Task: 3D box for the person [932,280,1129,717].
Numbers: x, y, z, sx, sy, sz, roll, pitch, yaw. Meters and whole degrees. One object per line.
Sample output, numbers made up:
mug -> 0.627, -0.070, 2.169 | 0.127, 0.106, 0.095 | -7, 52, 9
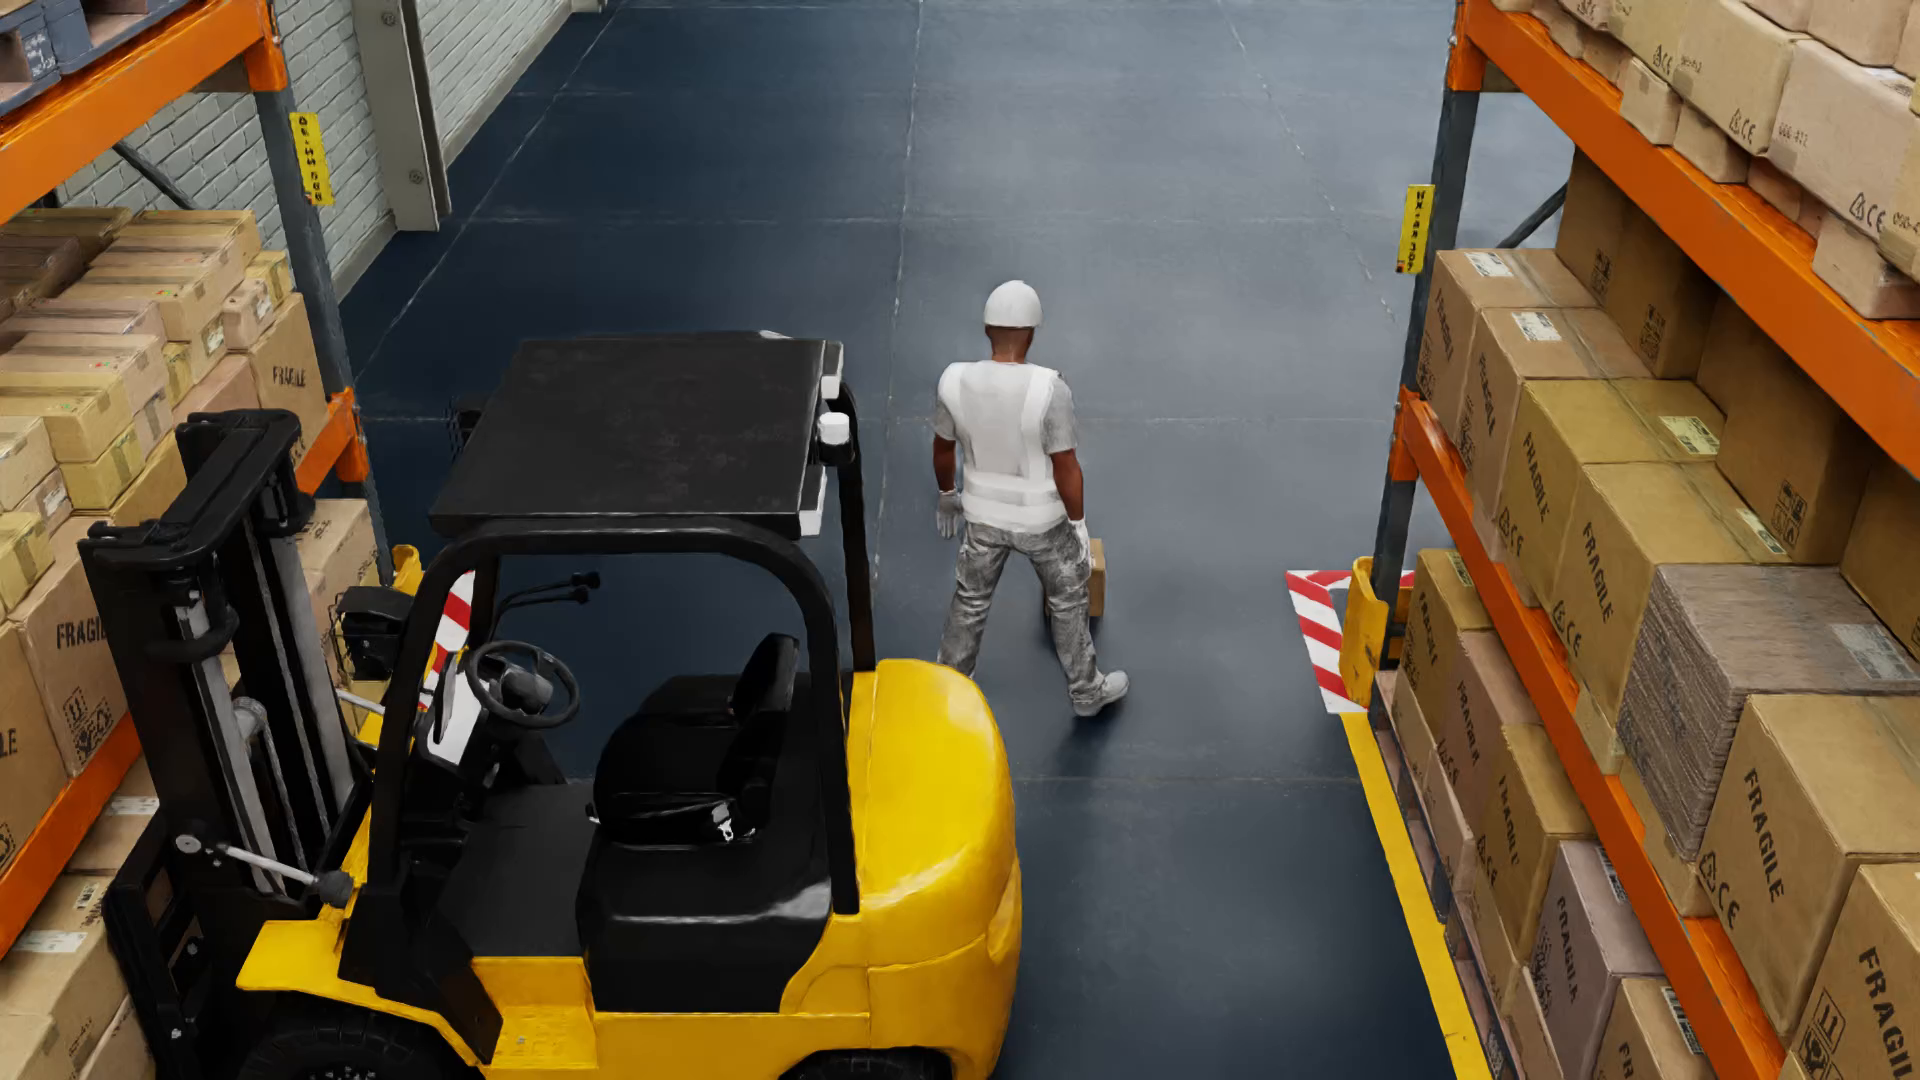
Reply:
person -> 0.264, -0.119, 6.284 | 0.745, 1.768, 0.534 | 15, 34, 23
